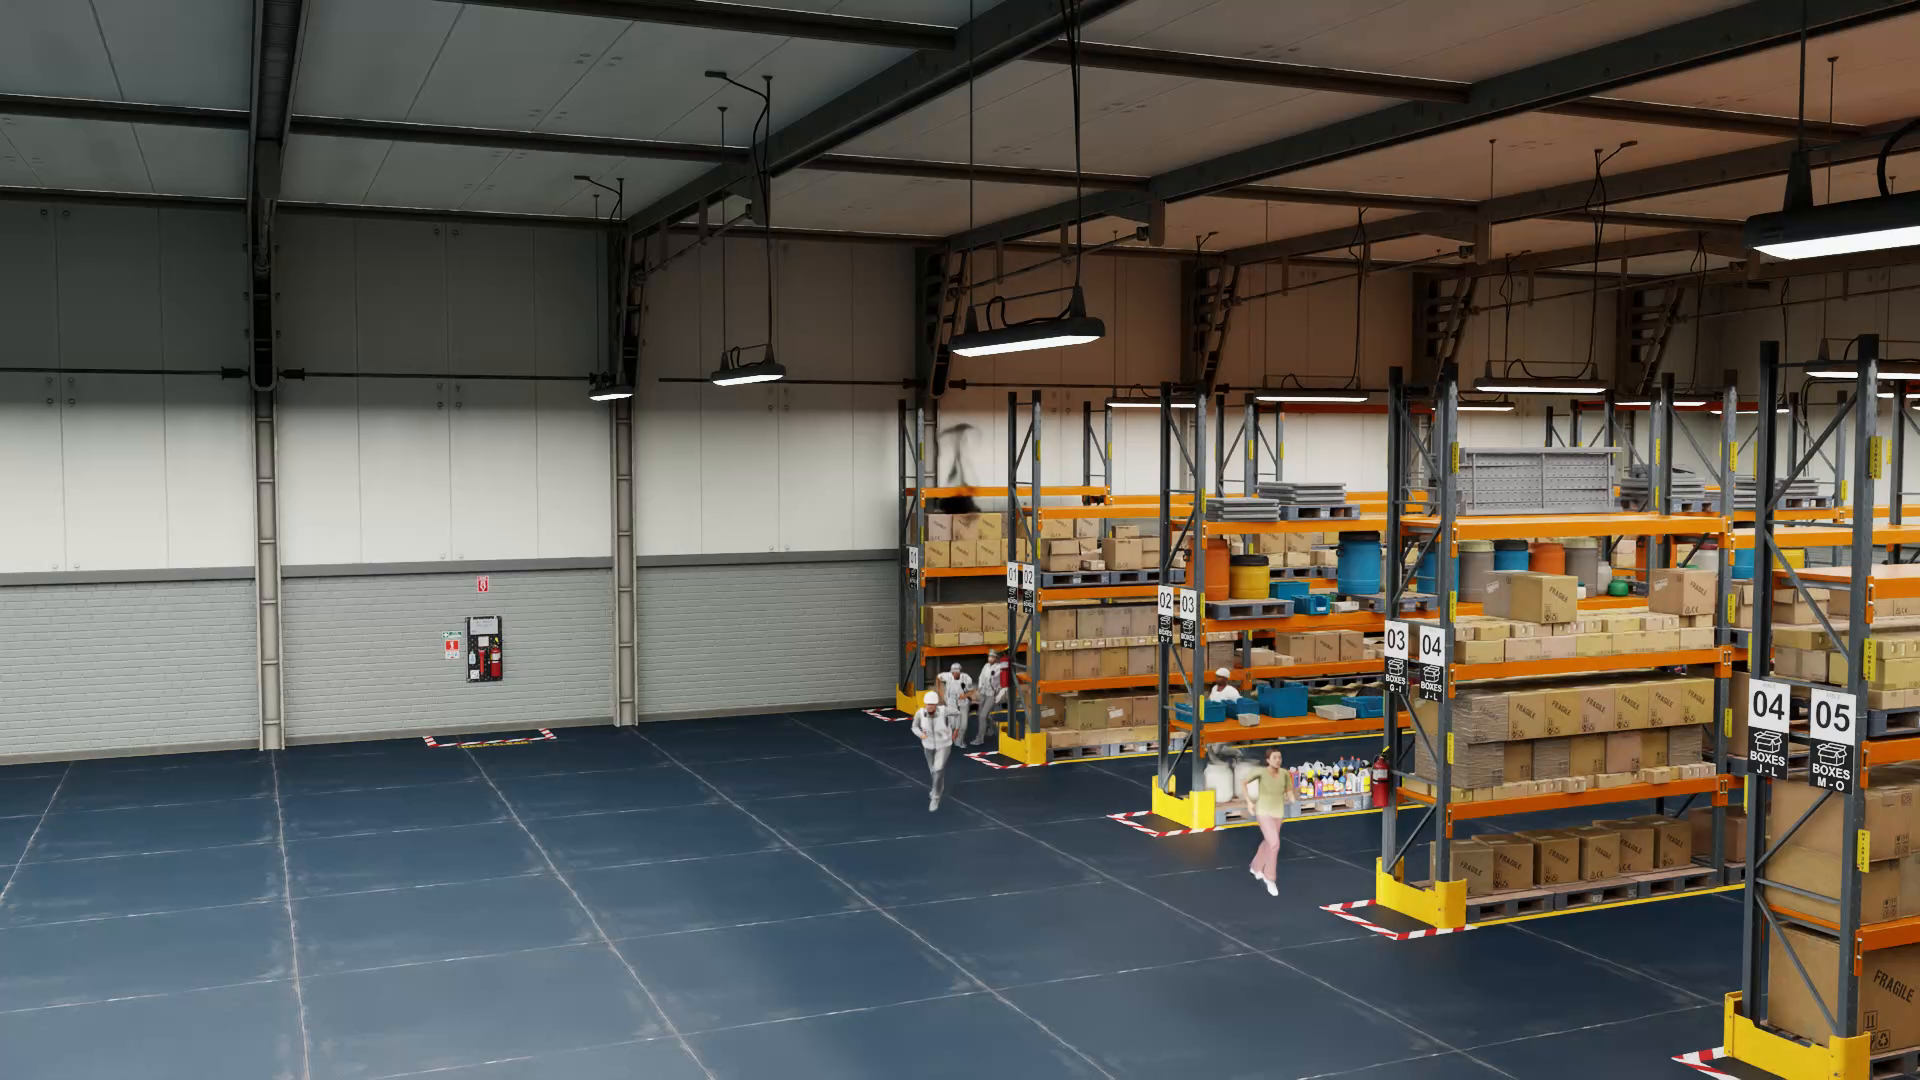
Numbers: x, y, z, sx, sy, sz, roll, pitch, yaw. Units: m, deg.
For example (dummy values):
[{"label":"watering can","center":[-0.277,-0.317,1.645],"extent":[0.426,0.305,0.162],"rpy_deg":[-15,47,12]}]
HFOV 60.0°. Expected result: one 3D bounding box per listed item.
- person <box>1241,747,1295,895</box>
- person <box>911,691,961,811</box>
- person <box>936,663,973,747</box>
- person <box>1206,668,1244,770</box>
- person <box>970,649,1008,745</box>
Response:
[{"label":"person","center":[3.580,3.218,19.278],"extent":[0.570,1.688,0.808],"rpy_deg":[-1,4,-20]},{"label":"person","center":[-0.322,2.964,23.667],"extent":[0.700,1.733,1.028],"rpy_deg":[1,3,9]},{"label":"person","center":[-0.087,2.778,27.964],"extent":[0.637,1.493,0.836],"rpy_deg":[0,3,4]},{"label":"person","center":[4.041,2.816,25.515],"extent":[0.598,1.726,0.702],"rpy_deg":[-2,4,-33]},{"label":"person","center":[0.564,2.673,28.483],"extent":[0.682,1.656,0.713],"rpy_deg":[3,5,42]}]
